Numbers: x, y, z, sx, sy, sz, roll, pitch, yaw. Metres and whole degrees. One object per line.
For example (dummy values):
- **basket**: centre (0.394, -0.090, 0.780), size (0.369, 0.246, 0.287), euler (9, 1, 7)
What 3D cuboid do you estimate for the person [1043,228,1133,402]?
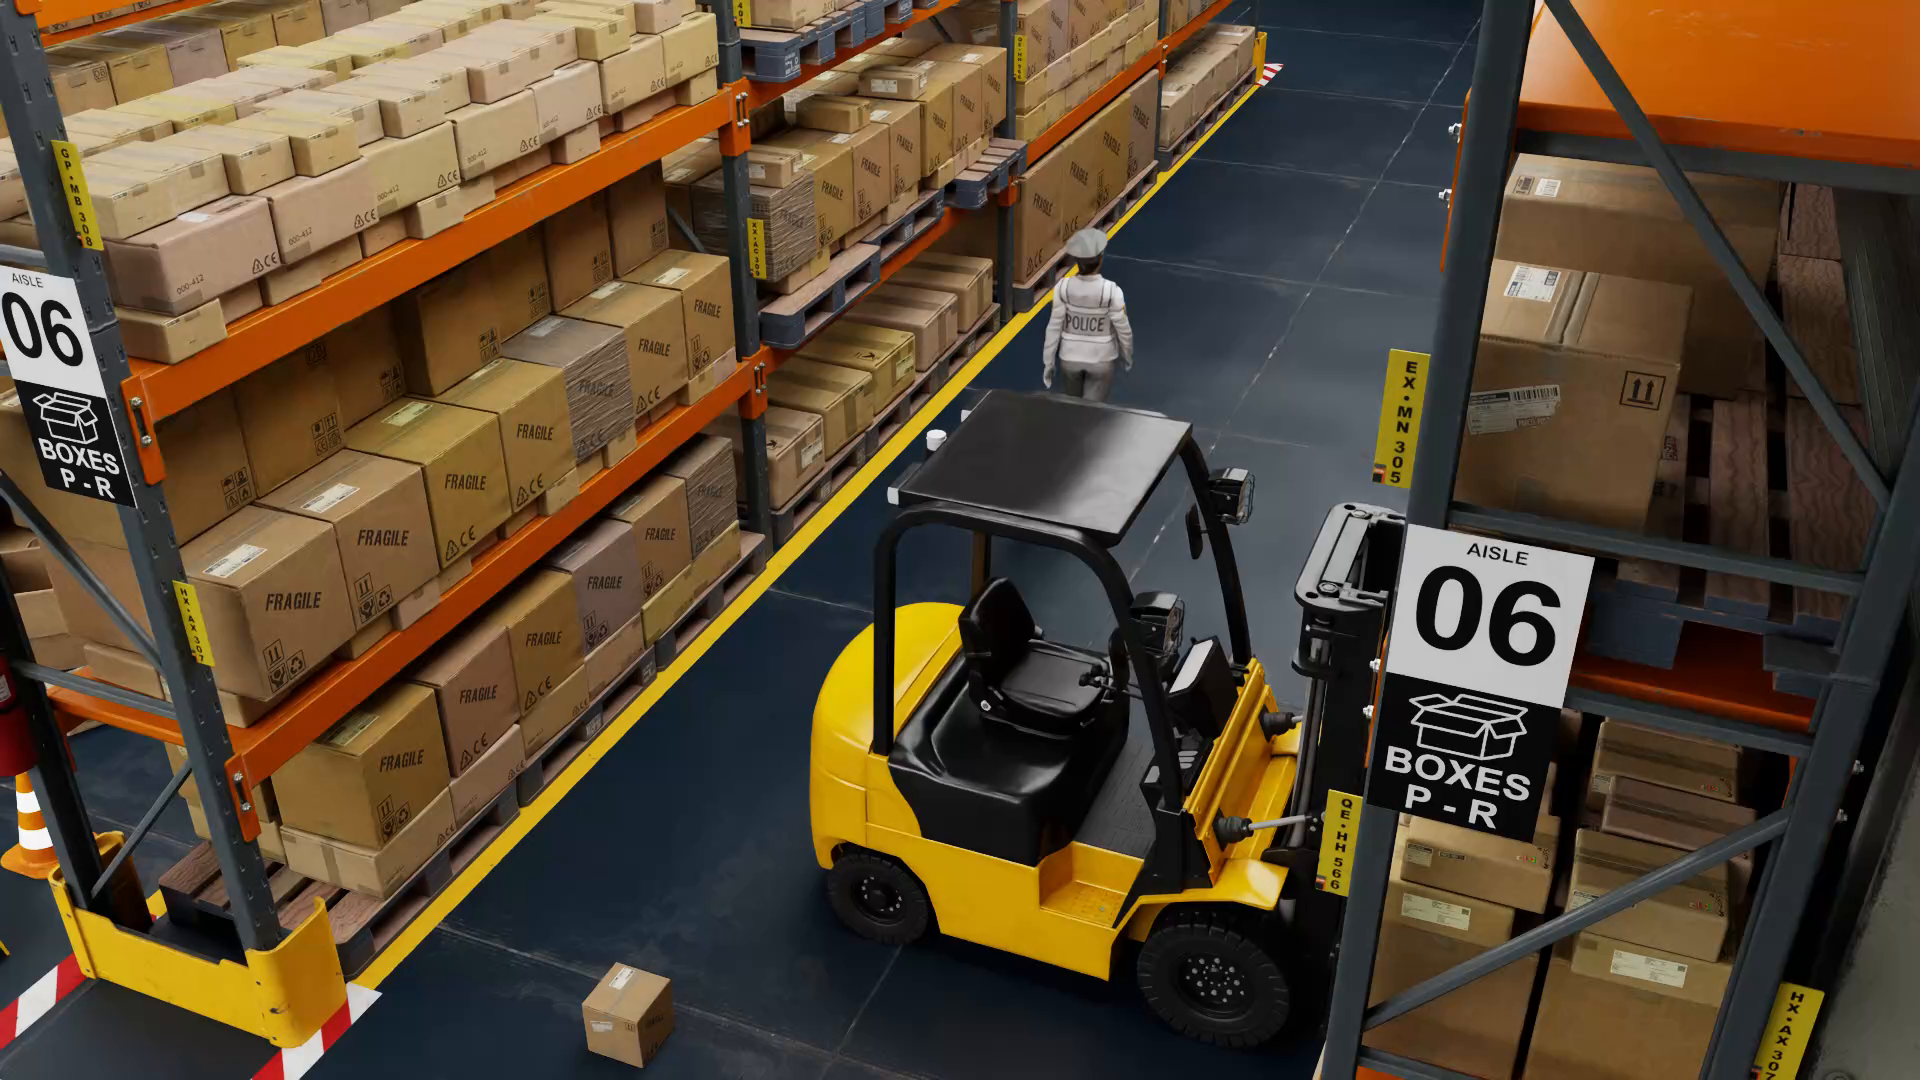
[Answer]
- **person**: centre (0.819, -1.137, 10.347), size (0.525, 1.695, 0.810), euler (10, 31, 17)
